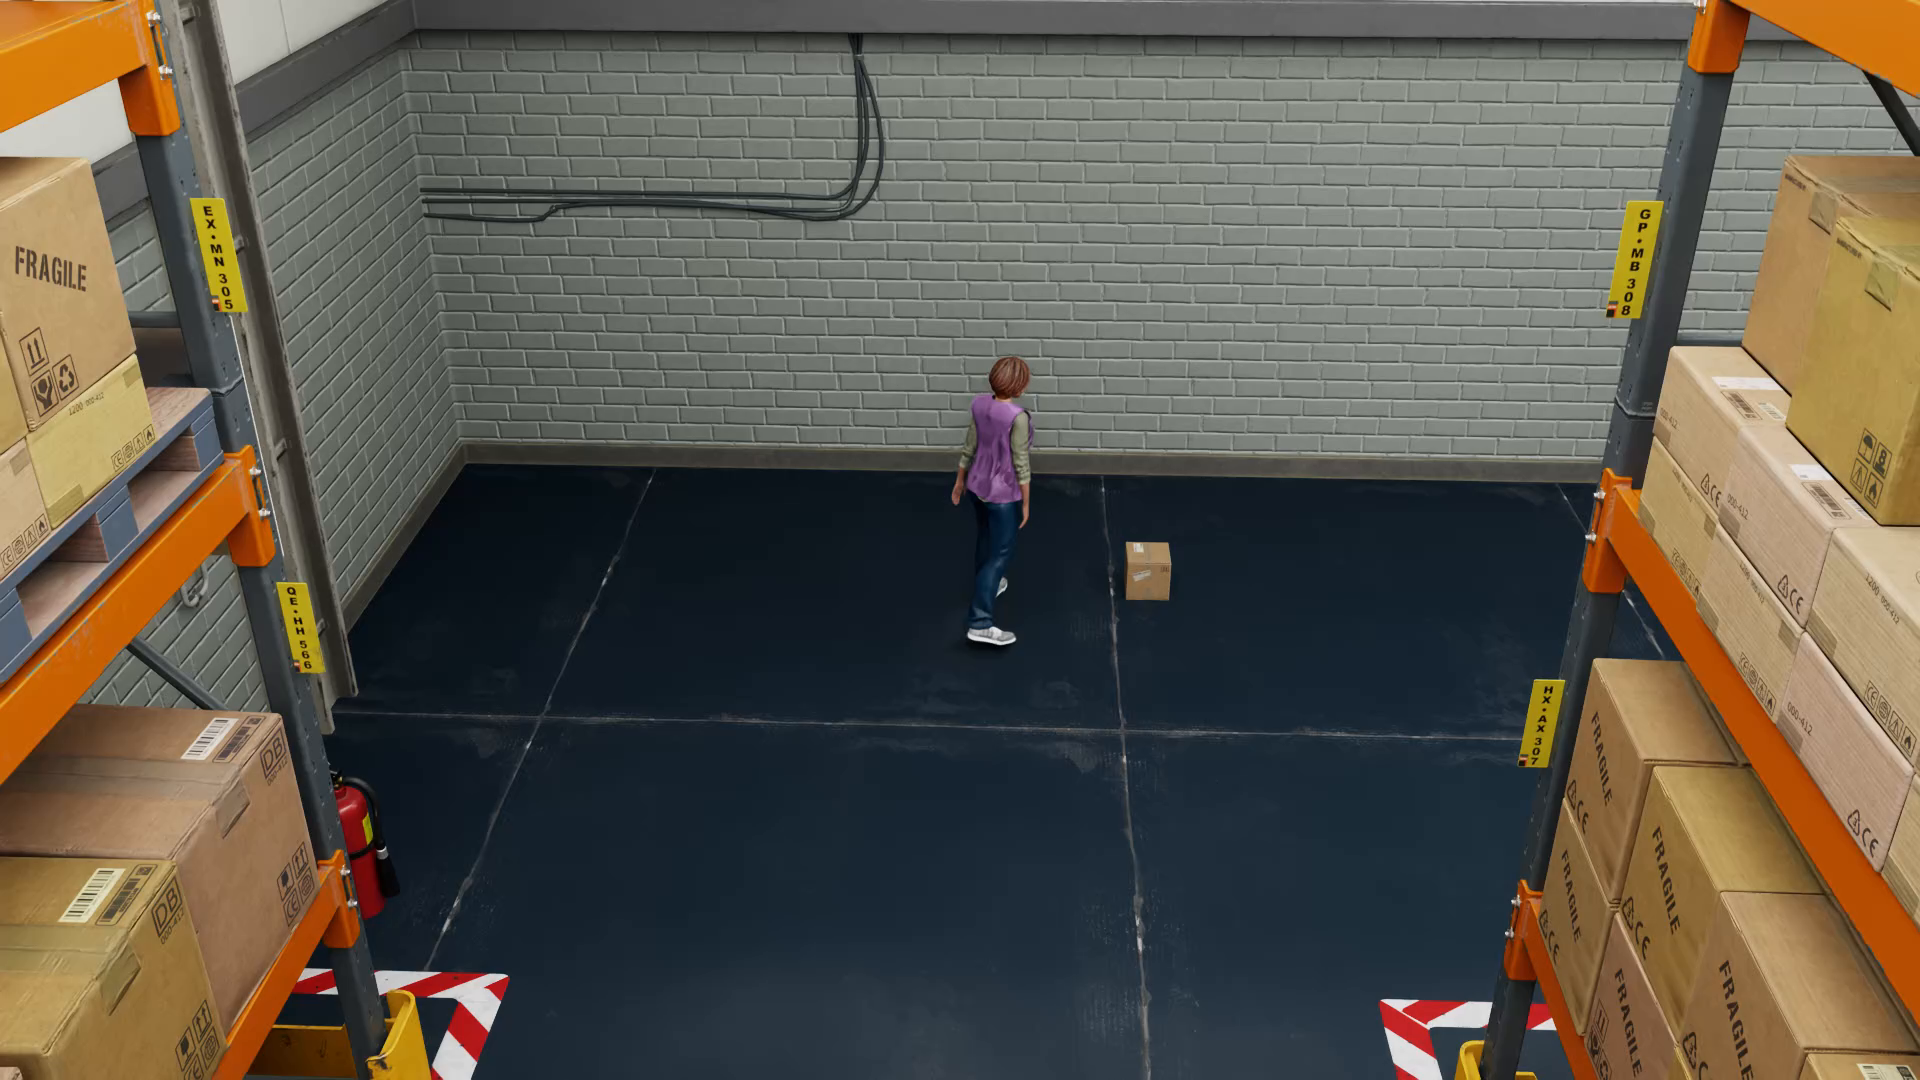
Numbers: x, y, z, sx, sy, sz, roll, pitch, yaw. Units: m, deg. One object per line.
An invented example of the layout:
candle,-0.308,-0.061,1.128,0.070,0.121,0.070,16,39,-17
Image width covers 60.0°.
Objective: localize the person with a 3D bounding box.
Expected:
person,0.203,-0.237,9.071,0.620,1.567,0.582,-23,36,-35
